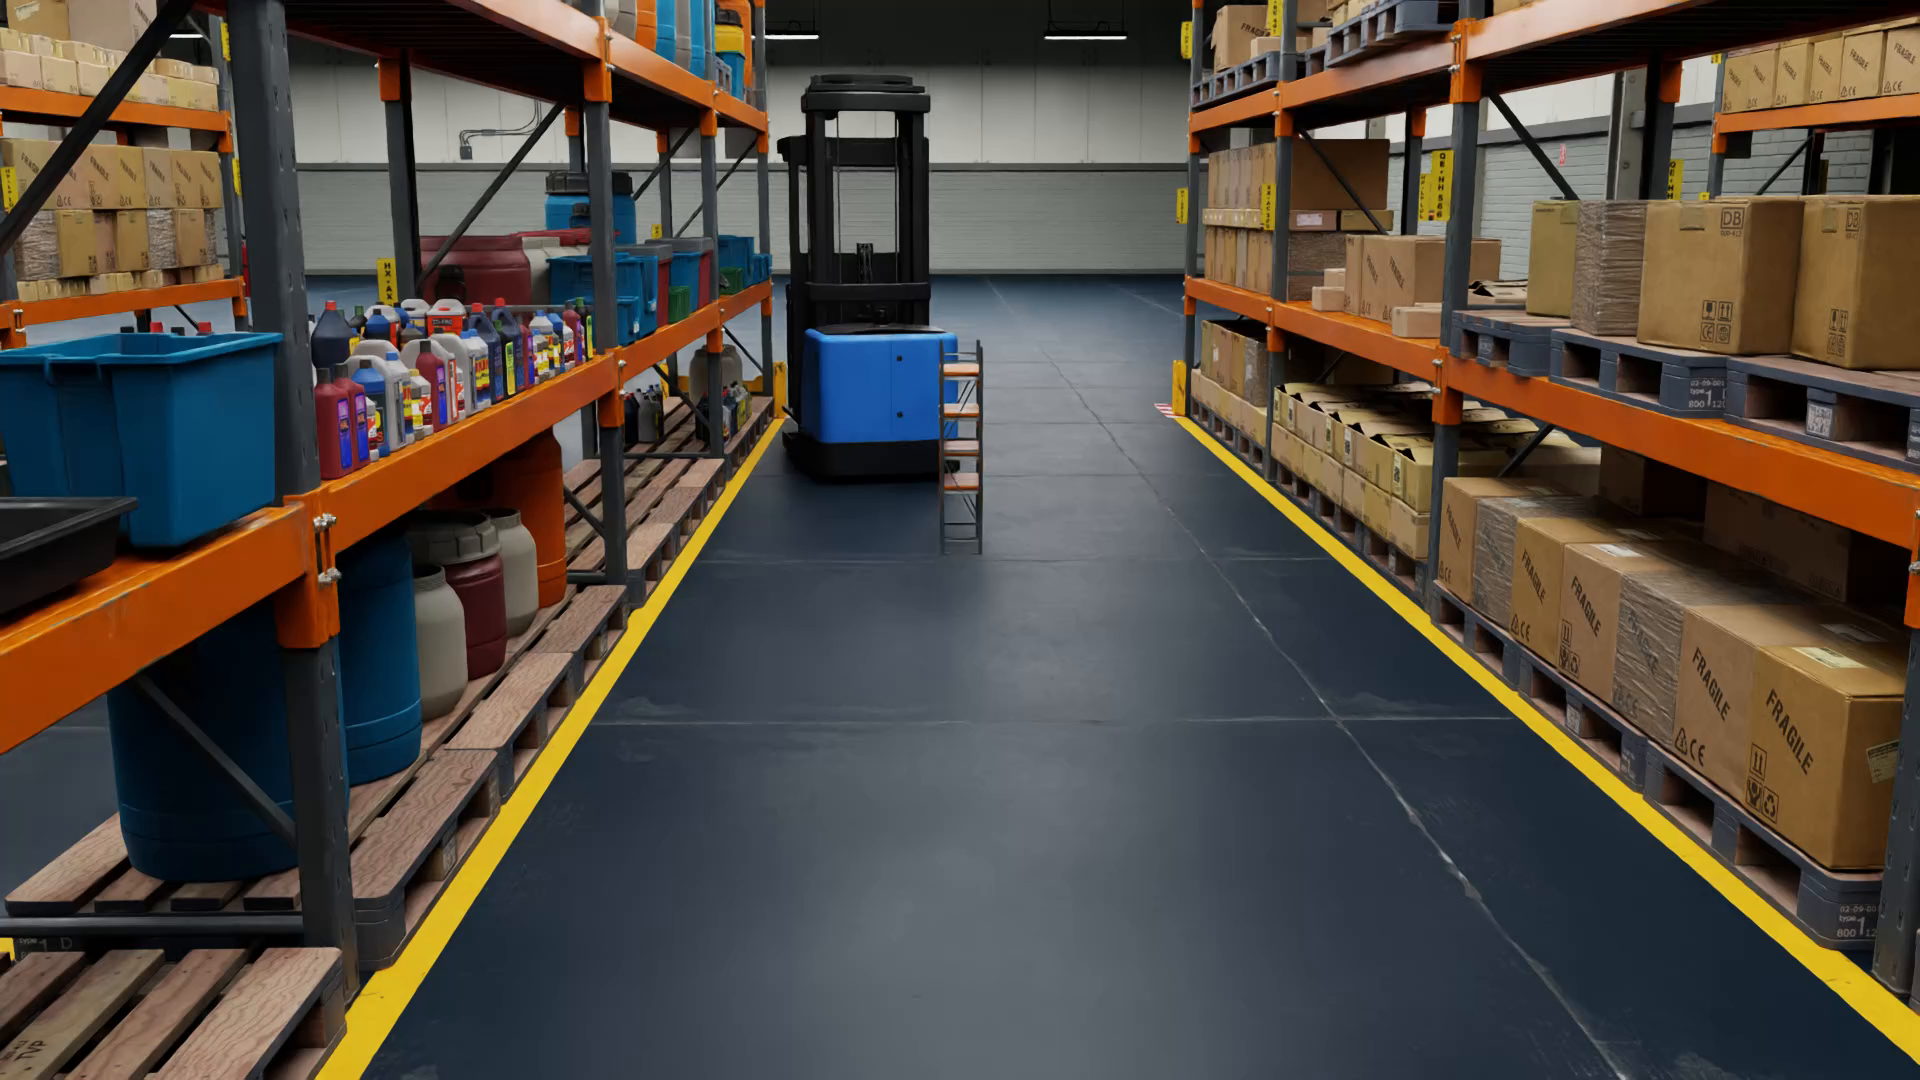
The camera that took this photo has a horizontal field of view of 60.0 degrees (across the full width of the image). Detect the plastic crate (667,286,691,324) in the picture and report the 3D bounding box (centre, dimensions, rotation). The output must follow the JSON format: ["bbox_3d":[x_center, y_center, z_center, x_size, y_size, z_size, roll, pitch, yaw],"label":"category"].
[{"bbox_3d":[-1.898,-1.431,10.100,0.450,0.188,0.662,0,11,-1],"label":"plastic crate"}]

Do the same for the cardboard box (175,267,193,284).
[{"bbox_3d":[-6.987,-2.327,14.614,0.380,0.149,0.250,0,11,-1],"label":"cardboard box"}]

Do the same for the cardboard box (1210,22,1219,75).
[{"bbox_3d":[2.661,-4.375,14.868,0.797,0.503,0.637,1,11,3],"label":"cardboard box"}]

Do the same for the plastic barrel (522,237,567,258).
[{"bbox_3d":[-2.377,-1.427,9.266,0.421,0.512,0.421,0,11,0],"label":"plastic barrel"}]

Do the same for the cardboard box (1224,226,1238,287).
[{"bbox_3d":[2.671,-2.447,14.327,0.700,0.500,0.500,0,11,-1],"label":"cardboard box"}]

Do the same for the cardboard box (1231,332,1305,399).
[{"bbox_3d":[2.495,-1.415,13.463,0.500,0.500,0.500,0,11,-1],"label":"cardboard box"}]

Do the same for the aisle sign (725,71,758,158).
[{"bbox_3d":[-2.003,-3.964,15.517,0.394,0.787,0.004,0,11,-1],"label":"aisle sign"}]

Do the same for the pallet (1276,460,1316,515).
[{"bbox_3d":[2.791,-0.386,11.432,1.003,0.211,1.213,0,11,-1],"label":"pallet"}]

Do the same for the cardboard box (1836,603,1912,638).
[{"bbox_3d":[3.113,0.497,5.244,0.500,0.500,0.500,0,11,0],"label":"cardboard box"}]

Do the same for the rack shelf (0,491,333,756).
[{"bbox_3d":[-2.009,0.461,2.053,1.077,0.370,4.000,0,11,-1],"label":"rack shelf"}]

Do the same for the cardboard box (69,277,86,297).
[{"bbox_3d":[-6.911,-1.929,12.655,0.380,0.149,0.250,0,11,-1],"label":"cardboard box"}]

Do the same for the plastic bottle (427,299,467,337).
[{"bbox_3d":[-2.296,-0.937,7.445,0.152,0.276,0.135,0,11,-1],"label":"plastic bottle"}]

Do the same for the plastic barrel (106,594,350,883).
[{"bbox_3d":[-2.045,0.425,4.641,0.600,0.901,0.708,0,11,-1],"label":"plastic barrel"}]

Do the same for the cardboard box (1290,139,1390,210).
[{"bbox_3d":[2.721,-2.672,12.172,0.700,0.500,0.500,0,11,-1],"label":"cardboard box"}]

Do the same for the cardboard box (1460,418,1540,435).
[{"bbox_3d":[3.074,-0.548,9.666,0.500,0.311,0.500,-1,11,-3],"label":"cardboard box"}]

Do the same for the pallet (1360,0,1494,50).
[{"bbox_3d":[2.716,-2.616,8.341,1.213,0.211,1.003,0,11,1],"label":"pallet"}]

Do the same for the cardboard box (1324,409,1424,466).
[{"bbox_3d":[2.529,-0.644,10.136,0.500,0.311,0.500,0,11,0],"label":"cardboard box"}]

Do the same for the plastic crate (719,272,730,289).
[{"bbox_3d":[-2.100,-1.954,12.301,0.767,0.338,0.504,0,11,-1],"label":"plastic crate"}]

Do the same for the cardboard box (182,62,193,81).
[{"bbox_3d":[-6.929,-4.086,14.487,0.380,0.149,0.250,-1,11,-4],"label":"cardboard box"}]

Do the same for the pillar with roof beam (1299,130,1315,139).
[{"bbox_3d":[3.686,-10.273,38.063,9.100,9.000,0.548,0,11,-1],"label":"pillar with roof beam"}]

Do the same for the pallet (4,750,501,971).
[{"bbox_3d":[-2.025,0.924,4.975,1.003,0.211,1.213,0,11,-1],"label":"pallet"}]

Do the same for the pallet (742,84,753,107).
[{"bbox_3d":[-2.379,-3.887,14.607,1.003,0.211,1.213,0,11,-1],"label":"pallet"}]

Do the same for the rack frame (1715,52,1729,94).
[{"bbox_3d":[7.606,-5.656,15.303,1.000,3.000,0.127,0,11,-1],"label":"rack frame"}]

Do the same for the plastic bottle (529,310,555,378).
[{"bbox_3d":[-1.702,-0.796,6.764,0.097,0.271,0.097,0,11,0],"label":"plastic bottle"}]

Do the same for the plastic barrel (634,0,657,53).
[{"bbox_3d":[-1.947,-3.059,8.969,0.600,0.830,0.708,0,11,-1],"label":"plastic barrel"}]

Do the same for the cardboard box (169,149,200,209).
[{"bbox_3d":[-6.976,-3.131,14.436,0.500,0.500,0.500,0,11,-1],"label":"cardboard box"}]

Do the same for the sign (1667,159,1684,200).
[{"bbox_3d":[3.361,-1.637,7.870,0.100,0.325,0.005,0,11,-1],"label":"sign"}]

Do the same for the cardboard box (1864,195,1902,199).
[{"bbox_3d":[7.354,-2.416,12.864,0.500,0.500,0.500,0,11,-1],"label":"cardboard box"}]

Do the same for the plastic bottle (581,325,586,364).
[{"bbox_3d":[-1.714,-0.885,7.379,0.097,0.201,0.097,0,11,0],"label":"plastic bottle"}]

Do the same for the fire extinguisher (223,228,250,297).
[{"bbox_3d":[-6.792,-2.641,15.728,0.296,0.674,0.183,0,11,-1],"label":"fire extinguisher"}]

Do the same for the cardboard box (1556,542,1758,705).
[{"bbox_3d":[2.580,0.305,6.194,0.500,0.500,0.500,-1,11,-3],"label":"cardboard box"}]

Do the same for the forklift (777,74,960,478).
[{"bbox_3d":[-0.839,-2.139,13.229,1.130,2.935,3.031,-3,12,-13],"label":"forklift"}]

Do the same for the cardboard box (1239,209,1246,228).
[{"bbox_3d":[2.483,-2.624,13.568,0.380,0.149,0.250,0,11,1],"label":"cardboard box"}]

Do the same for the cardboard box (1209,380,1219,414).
[{"bbox_3d":[2.466,-1.246,14.517,0.500,0.250,0.500,0,11,-1],"label":"cardboard box"}]

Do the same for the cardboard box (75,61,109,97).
[{"bbox_3d":[-6.937,-3.550,12.847,0.500,0.250,0.500,-1,11,-3],"label":"cardboard box"}]

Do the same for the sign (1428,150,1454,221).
[{"bbox_3d":[2.264,-1.669,7.827,0.100,0.325,0.005,0,11,-1],"label":"sign"}]

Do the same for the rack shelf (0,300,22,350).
[{"bbox_3d":[-7.127,-1.109,9.791,1.077,0.370,4.000,0,11,-1],"label":"rack shelf"}]

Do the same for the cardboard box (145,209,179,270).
[{"bbox_3d":[-7.169,-2.541,14.041,0.875,0.500,0.500,0,11,-1],"label":"cardboard box"}]

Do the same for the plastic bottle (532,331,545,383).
[{"bbox_3d":[-1.698,-0.723,6.580,0.097,0.201,0.097,0,11,0],"label":"plastic bottle"}]

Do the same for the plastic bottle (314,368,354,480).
[{"bbox_3d":[-1.632,-0.307,4.321,0.061,0.283,0.133,0,11,-1],"label":"plastic bottle"}]

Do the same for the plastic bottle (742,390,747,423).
[{"bbox_3d":[-1.842,-1.114,13.752,0.152,0.276,0.135,-1,11,-3],"label":"plastic bottle"}]

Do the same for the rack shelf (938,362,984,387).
[{"bbox_3d":[0.003,-0.940,9.699,0.258,0.148,0.480,0,11,-1],"label":"rack shelf"}]

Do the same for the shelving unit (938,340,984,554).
[{"bbox_3d":[0.003,-0.555,9.778,0.258,1.200,0.503,0,11,-1],"label":"shelving unit"}]

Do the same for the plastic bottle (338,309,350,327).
[{"bbox_3d":[-2.476,-0.775,6.630,0.061,0.283,0.133,0,11,-1],"label":"plastic bottle"}]

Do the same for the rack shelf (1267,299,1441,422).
[{"bbox_3d":[2.778,-1.149,9.988,1.077,0.370,4.000,0,11,-1],"label":"rack shelf"}]

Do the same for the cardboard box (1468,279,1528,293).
[{"bbox_3d":[2.994,-1.239,8.846,0.500,0.311,0.500,0,11,-2],"label":"cardboard box"}]

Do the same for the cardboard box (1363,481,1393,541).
[{"bbox_3d":[2.550,-0.168,9.204,0.500,0.250,0.500,0,11,-2],"label":"cardboard box"}]

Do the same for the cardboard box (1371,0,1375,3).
[{"bbox_3d":[2.715,-3.121,9.676,0.500,0.250,0.500,-1,12,-6],"label":"cardboard box"}]

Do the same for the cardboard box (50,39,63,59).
[{"bbox_3d":[-6.973,-3.672,12.447,0.380,0.149,0.250,0,11,1],"label":"cardboard box"}]

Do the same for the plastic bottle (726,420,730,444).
[{"bbox_3d":[-1.789,-0.829,12.534,0.097,0.201,0.097,0,11,0],"label":"plastic bottle"}]

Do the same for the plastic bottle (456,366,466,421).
[{"bbox_3d":[-1.674,-0.493,5.443,0.097,0.201,0.097,0,11,0],"label":"plastic bottle"}]

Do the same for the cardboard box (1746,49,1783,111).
[{"bbox_3d":[7.339,-4.070,14.730,0.500,0.500,0.500,1,11,3],"label":"cardboard box"}]

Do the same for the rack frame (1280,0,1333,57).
[{"bbox_3d":[2.736,-4.839,11.280,1.000,3.000,0.127,0,11,-1],"label":"rack frame"}]

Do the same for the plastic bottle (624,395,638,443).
[{"bbox_3d":[-2.517,-0.924,12.624,0.144,0.351,0.185,-1,11,-3],"label":"plastic bottle"}]
